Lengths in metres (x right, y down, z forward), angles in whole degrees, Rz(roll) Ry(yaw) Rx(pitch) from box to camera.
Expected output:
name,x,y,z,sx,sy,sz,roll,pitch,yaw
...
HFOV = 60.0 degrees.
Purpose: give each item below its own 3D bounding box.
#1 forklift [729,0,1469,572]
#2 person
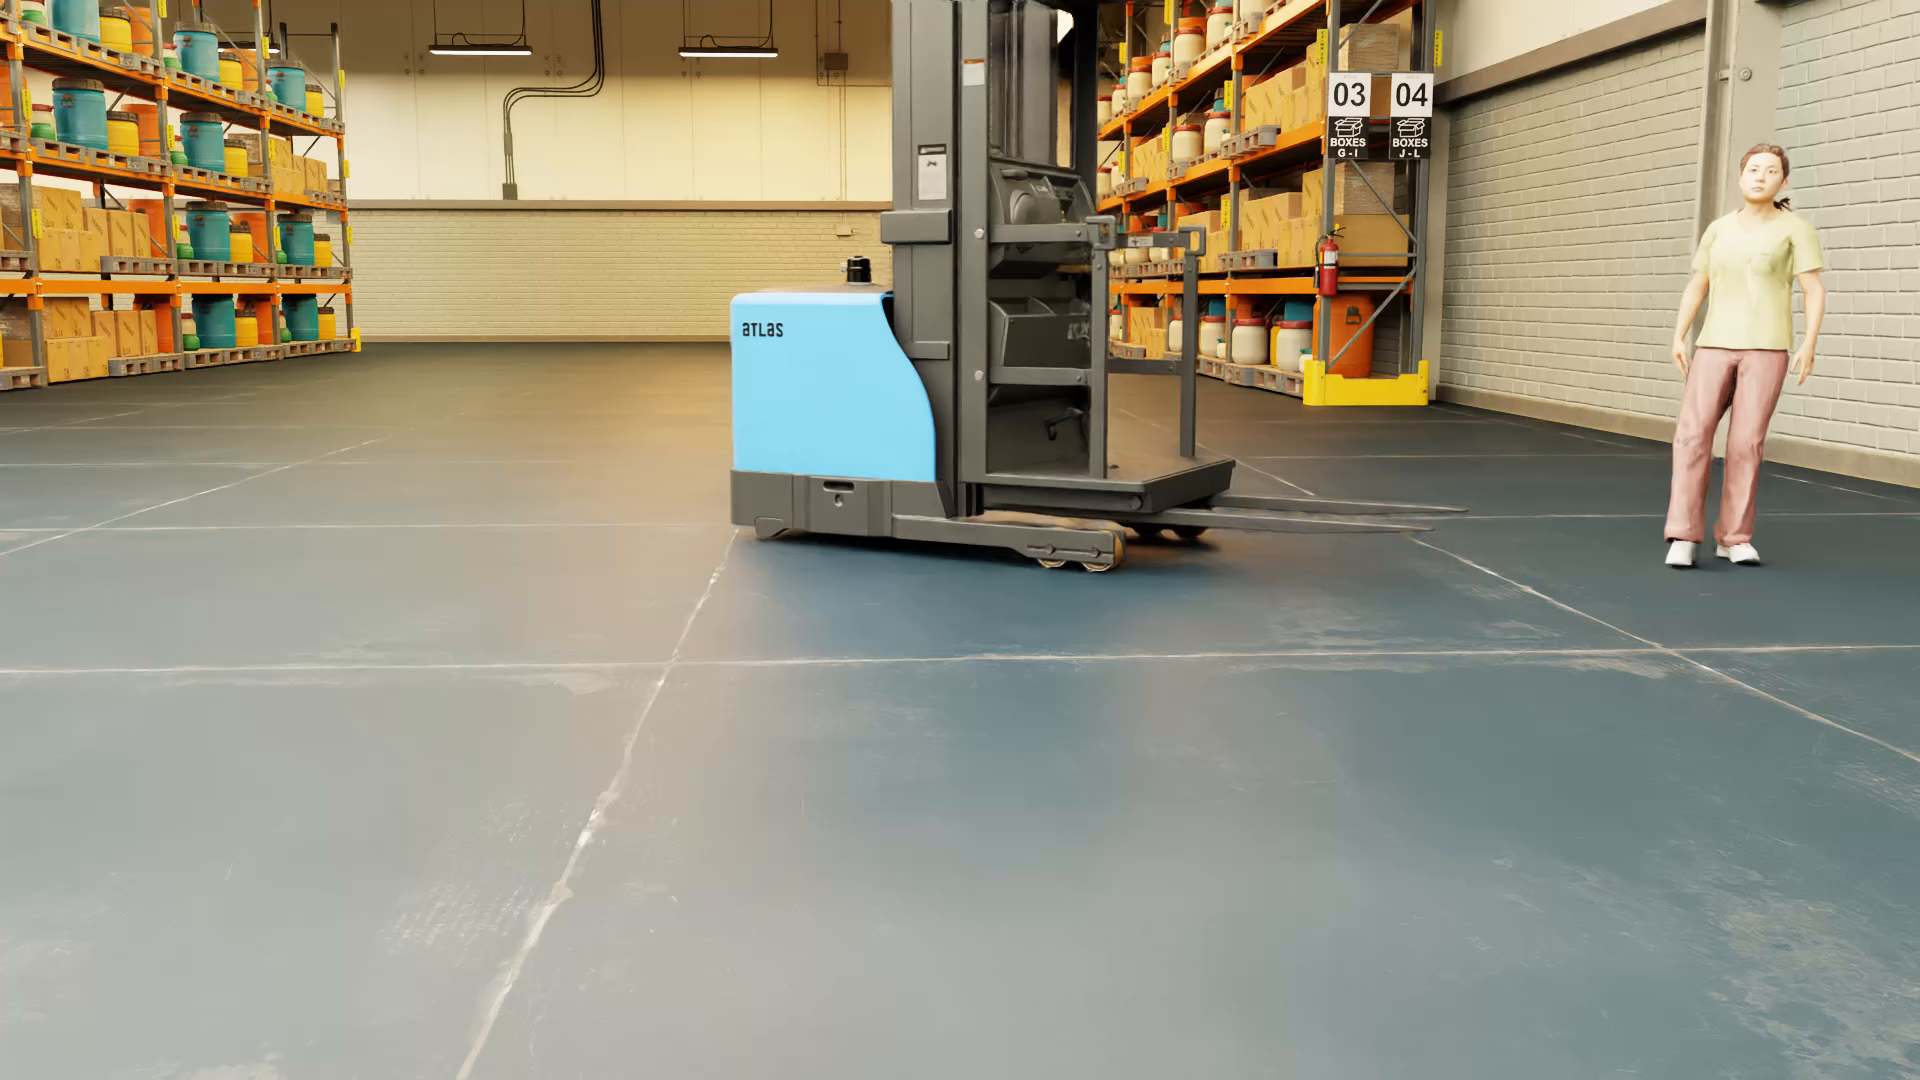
name,x,y,z,sx,sy,sz,roll,pitch,yaw
forklift,0.534,-1.413,6.849,3.031,2.935,1.130,4,10,28
person,3.072,-0.731,6.592,0.557,1.668,0.620,8,11,42
